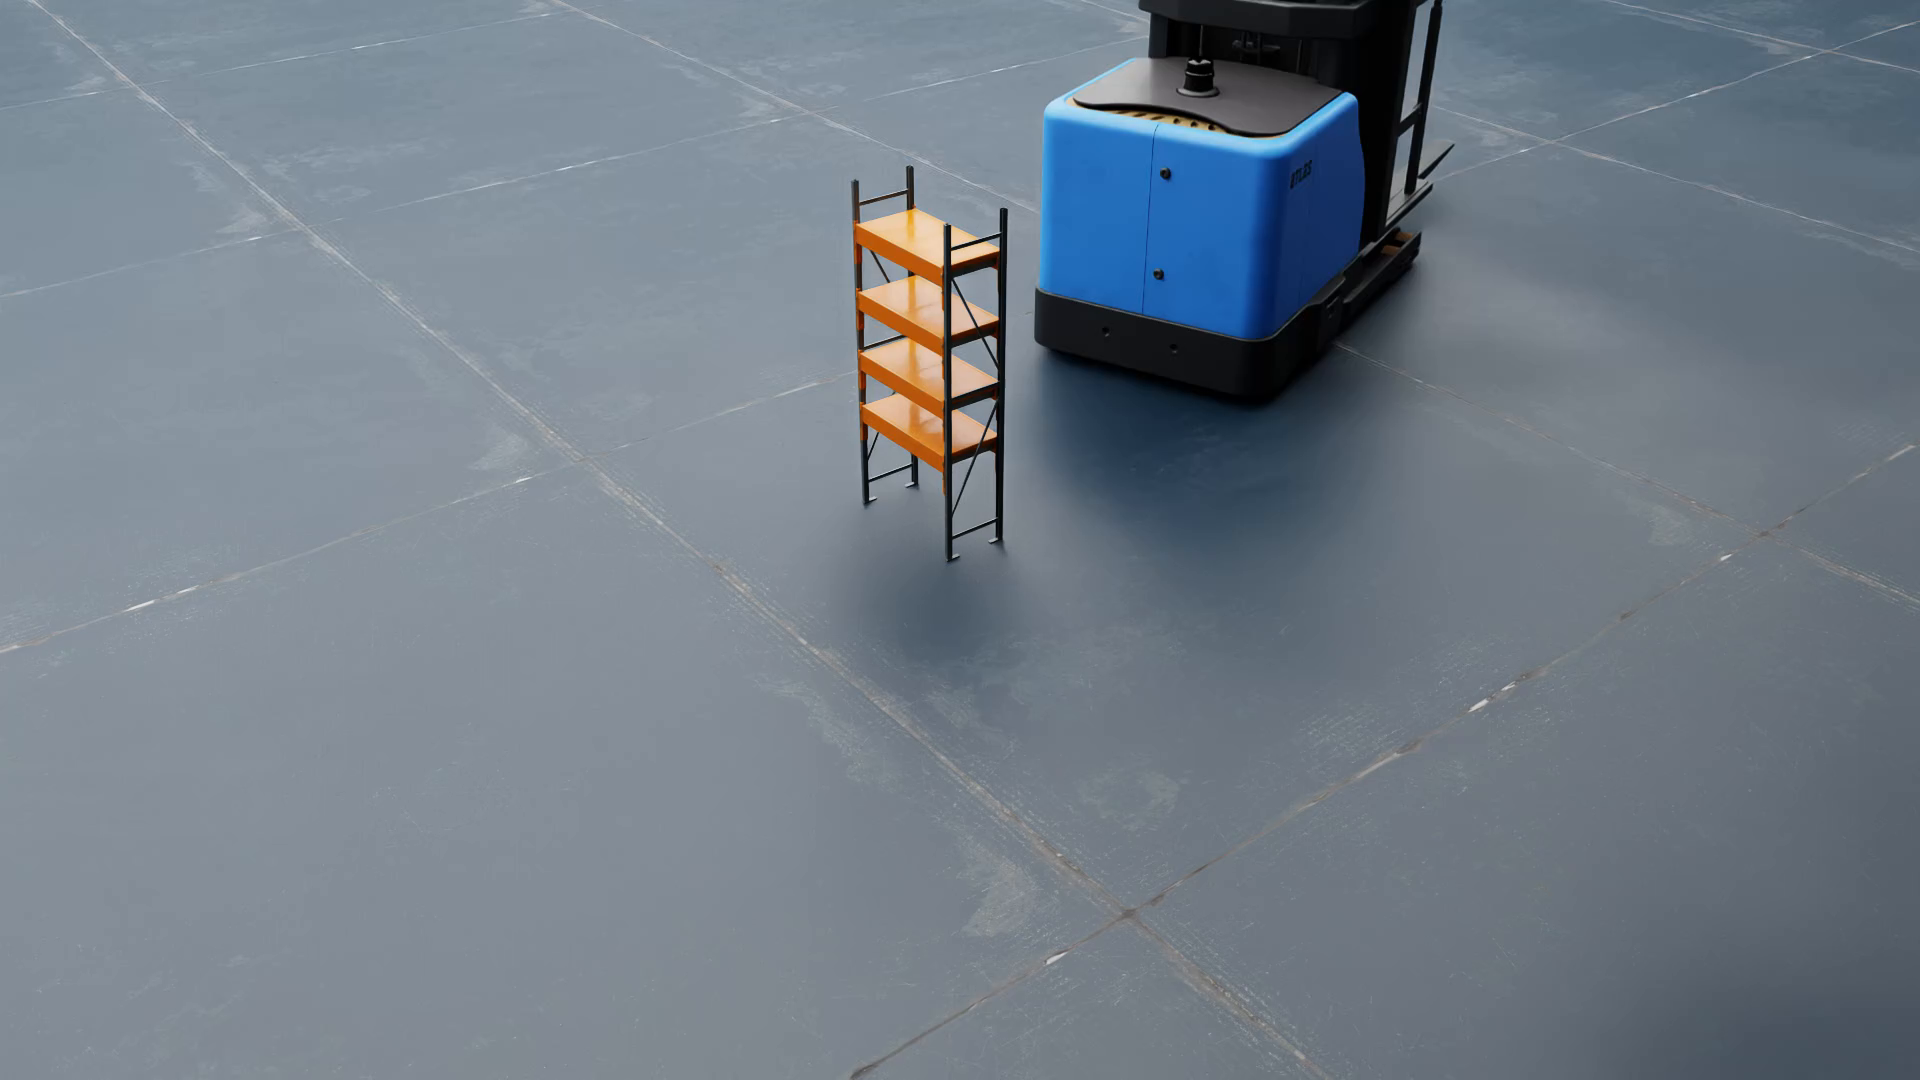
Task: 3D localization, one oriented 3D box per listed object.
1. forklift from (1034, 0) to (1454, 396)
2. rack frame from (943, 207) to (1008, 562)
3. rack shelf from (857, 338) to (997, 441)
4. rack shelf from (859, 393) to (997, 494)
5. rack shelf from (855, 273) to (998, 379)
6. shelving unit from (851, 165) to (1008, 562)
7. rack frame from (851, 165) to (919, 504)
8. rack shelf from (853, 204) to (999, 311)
[{"bbox_3d":[1.506,-2.551,7.079,1.130,2.935,3.031,18,36,26],"label":"forklift"},{"bbox_3d":[0.048,-0.477,5.381,0.240,1.200,0.015,-22,38,-31],"label":"rack frame"},{"bbox_3d":[-0.101,-0.522,5.580,0.258,0.148,0.480,-22,38,-31],"label":"rack shelf"},{"bbox_3d":[-0.102,-0.353,5.685,0.258,0.148,0.480,-22,38,-31],"label":"rack shelf"},{"bbox_3d":[-0.101,-0.712,5.462,0.258,0.148,0.480,-22,38,-31],"label":"rack shelf"},{"bbox_3d":[-0.101,-0.579,5.545,0.258,1.200,0.503,-22,38,-31],"label":"shelving unit"},{"bbox_3d":[-0.251,-0.680,5.708,0.240,1.200,0.015,-22,38,-31],"label":"rack frame"},{"bbox_3d":[-0.101,-0.912,5.337,0.258,0.148,0.480,-22,38,-31],"label":"rack shelf"}]
